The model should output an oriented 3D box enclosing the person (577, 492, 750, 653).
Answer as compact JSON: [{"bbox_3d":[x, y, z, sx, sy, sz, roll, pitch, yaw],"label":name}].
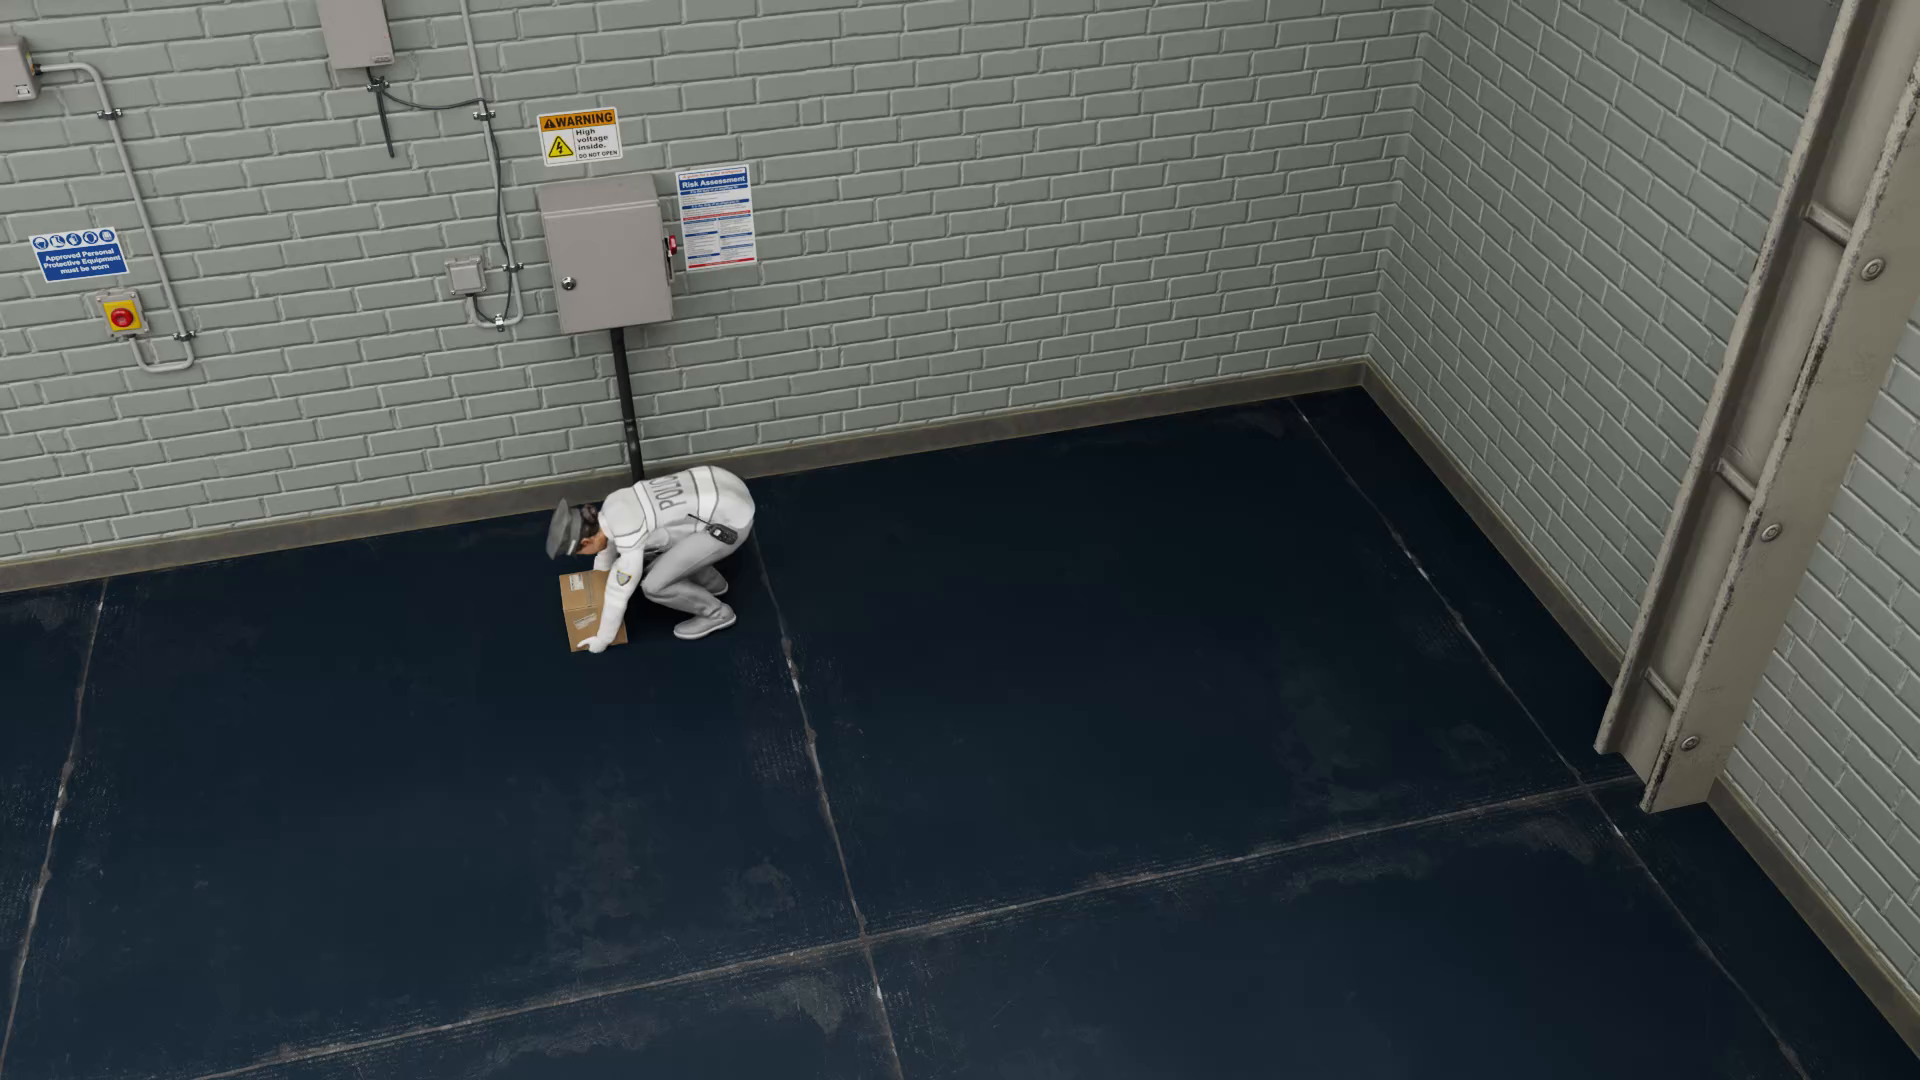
[{"bbox_3d":[-1.327,0.091,7.382,0.850,0.722,0.411,-10,40,-13],"label":"person"}]
